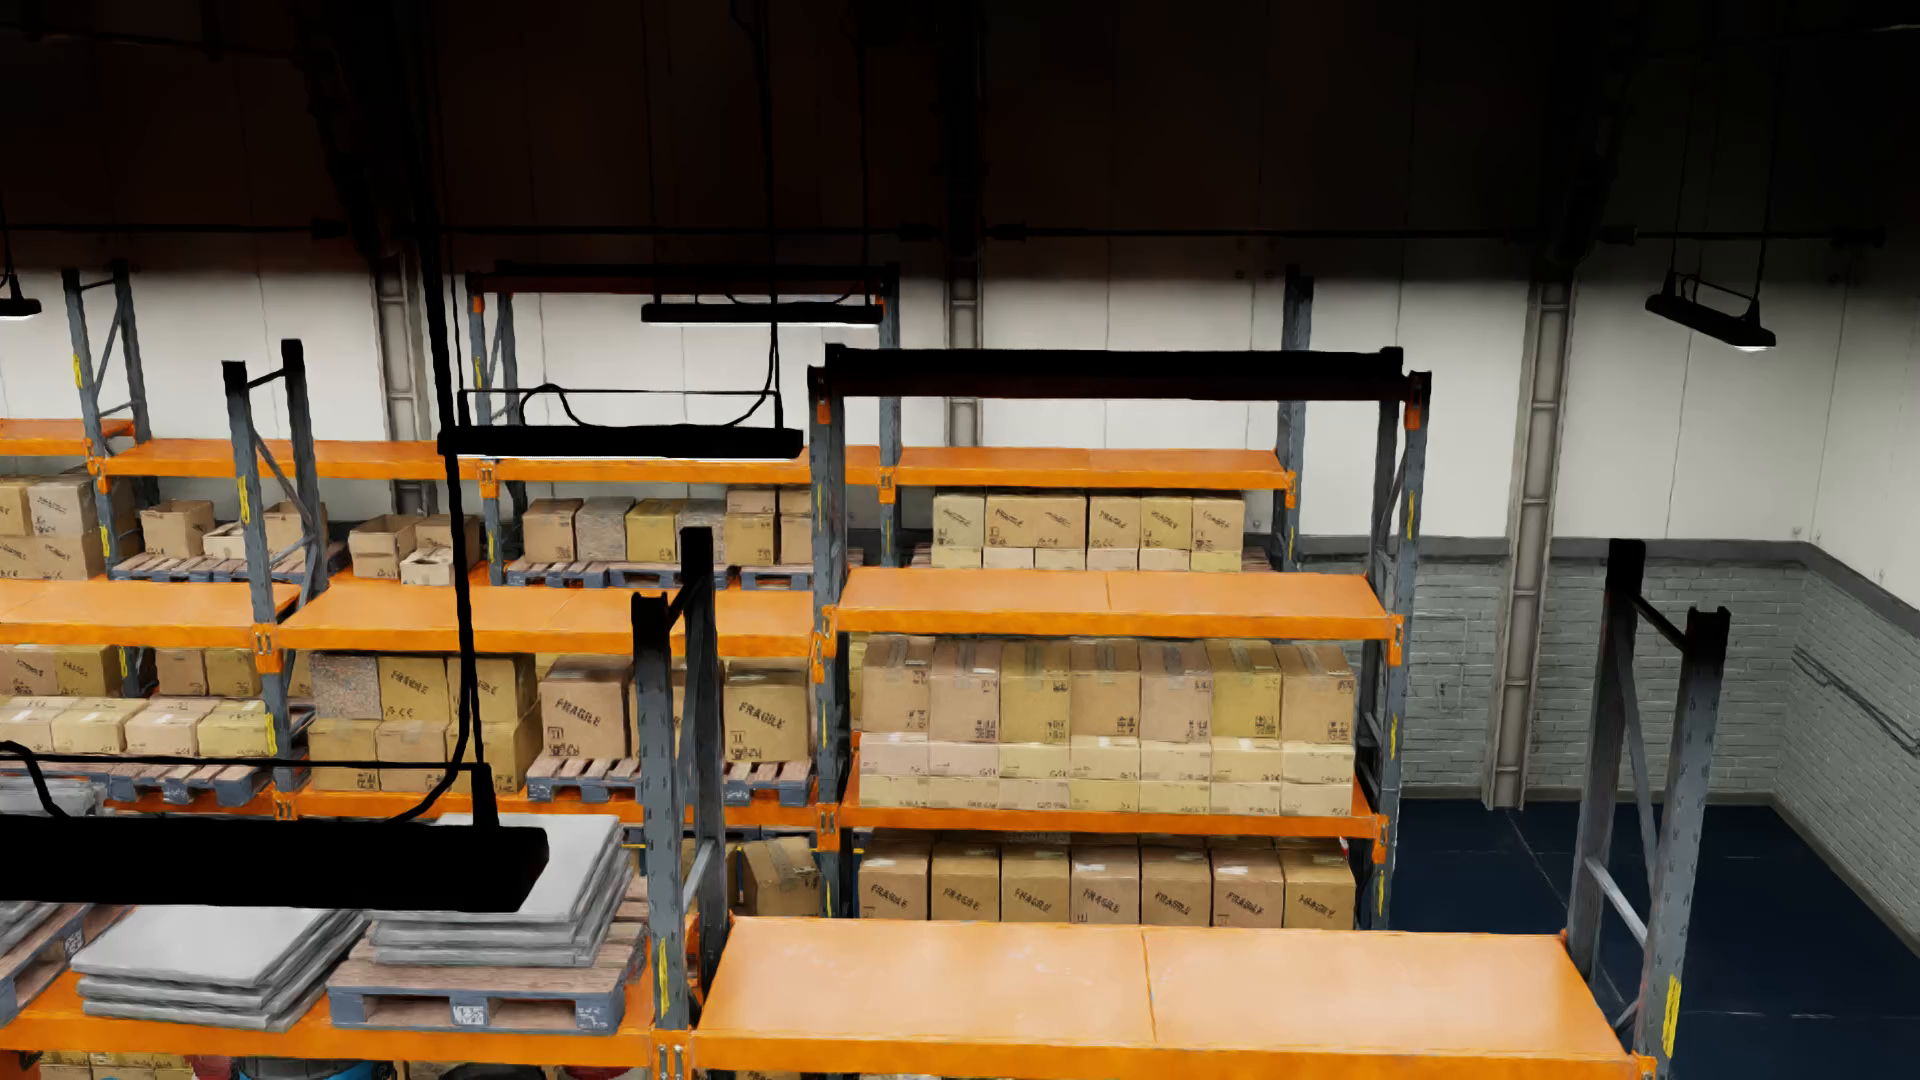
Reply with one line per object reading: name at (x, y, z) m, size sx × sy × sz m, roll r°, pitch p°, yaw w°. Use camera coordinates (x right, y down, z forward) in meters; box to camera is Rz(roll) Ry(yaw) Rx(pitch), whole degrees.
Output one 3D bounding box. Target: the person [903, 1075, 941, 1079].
person at (-0.268, 4.065, 11.666) m, size 1.098 × 1.586 × 0.448 m, roll 0°, pitch 16°, yaw -1°
